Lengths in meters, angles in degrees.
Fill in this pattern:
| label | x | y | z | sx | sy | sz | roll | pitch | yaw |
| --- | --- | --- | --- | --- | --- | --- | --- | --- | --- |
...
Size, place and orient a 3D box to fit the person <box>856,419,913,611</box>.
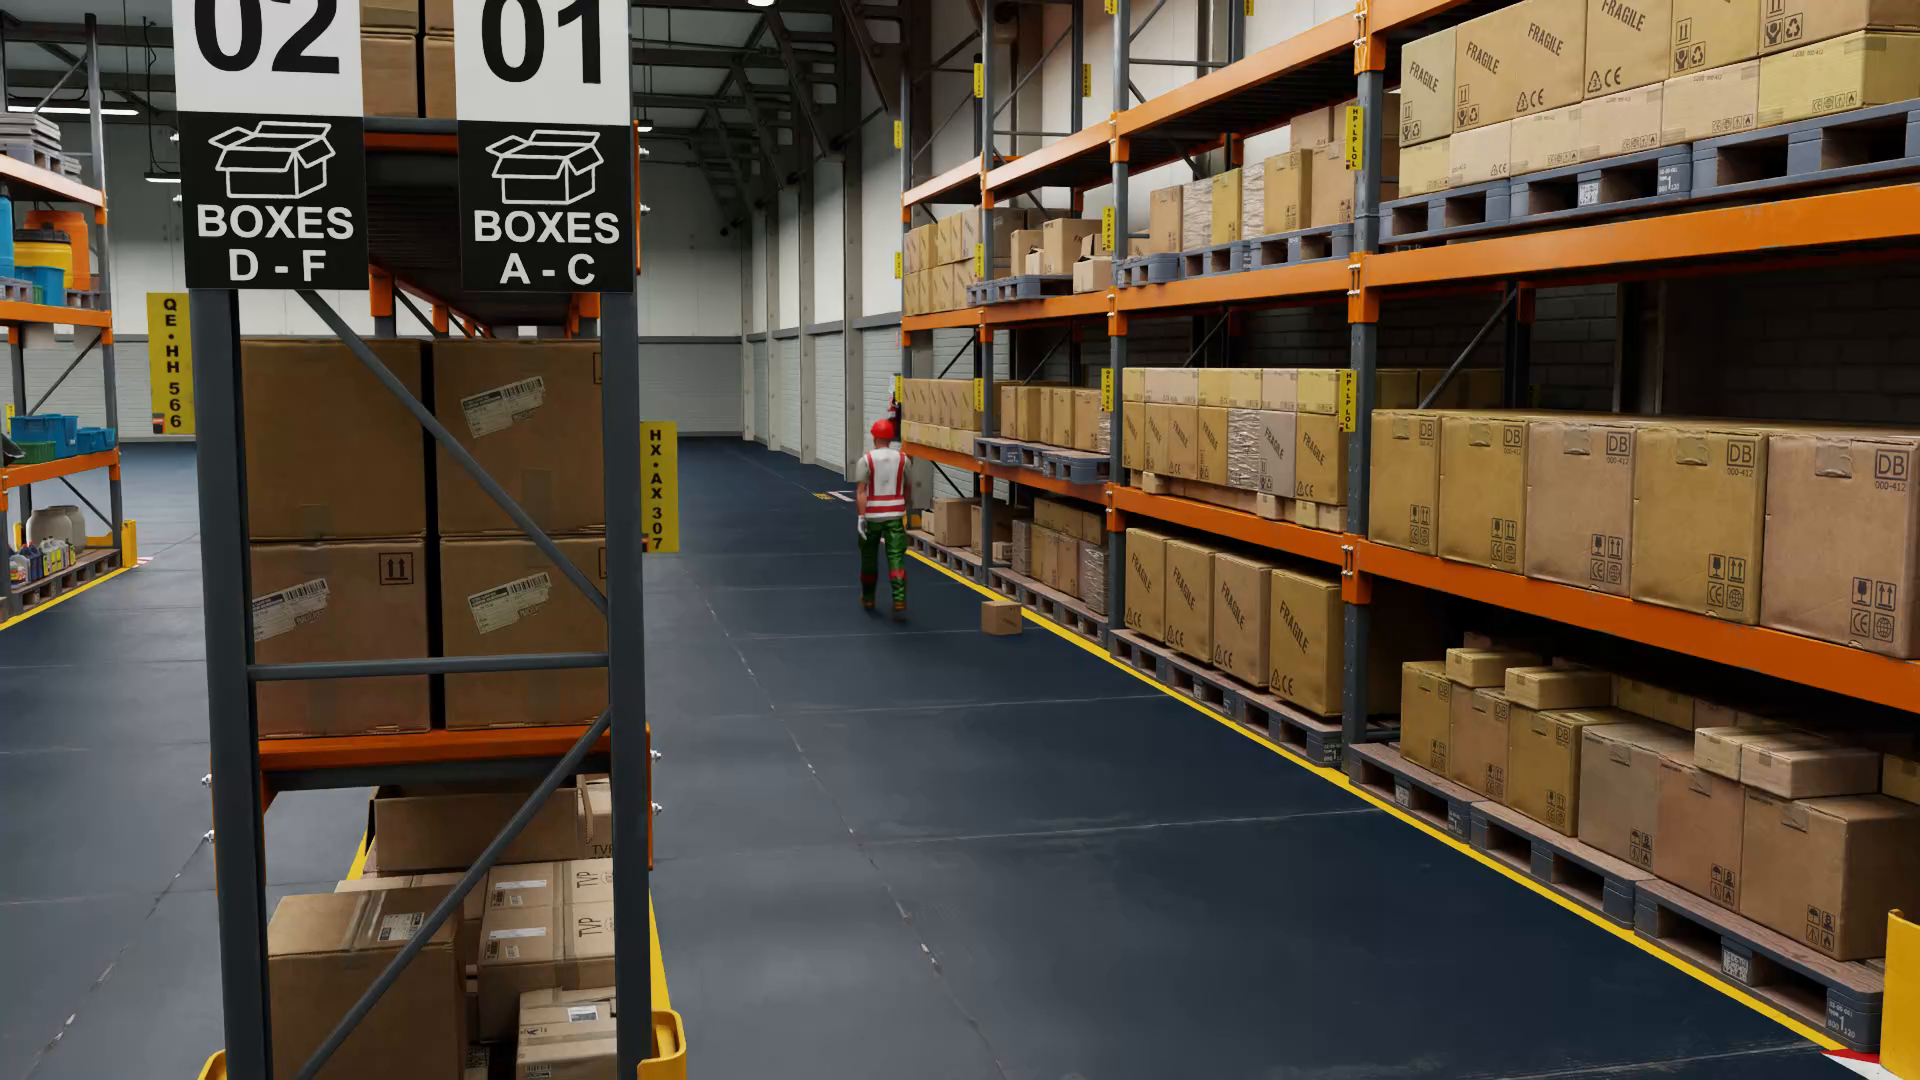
| label | x | y | z | sx | sy | sz | roll | pitch | yaw |
| --- | --- | --- | --- | --- | --- | --- | --- | --- | --- |
| person | -0.691 | -0.222 | 14.934 | 0.538 | 1.735 | 1.089 | -1 | 6 | -12 |
